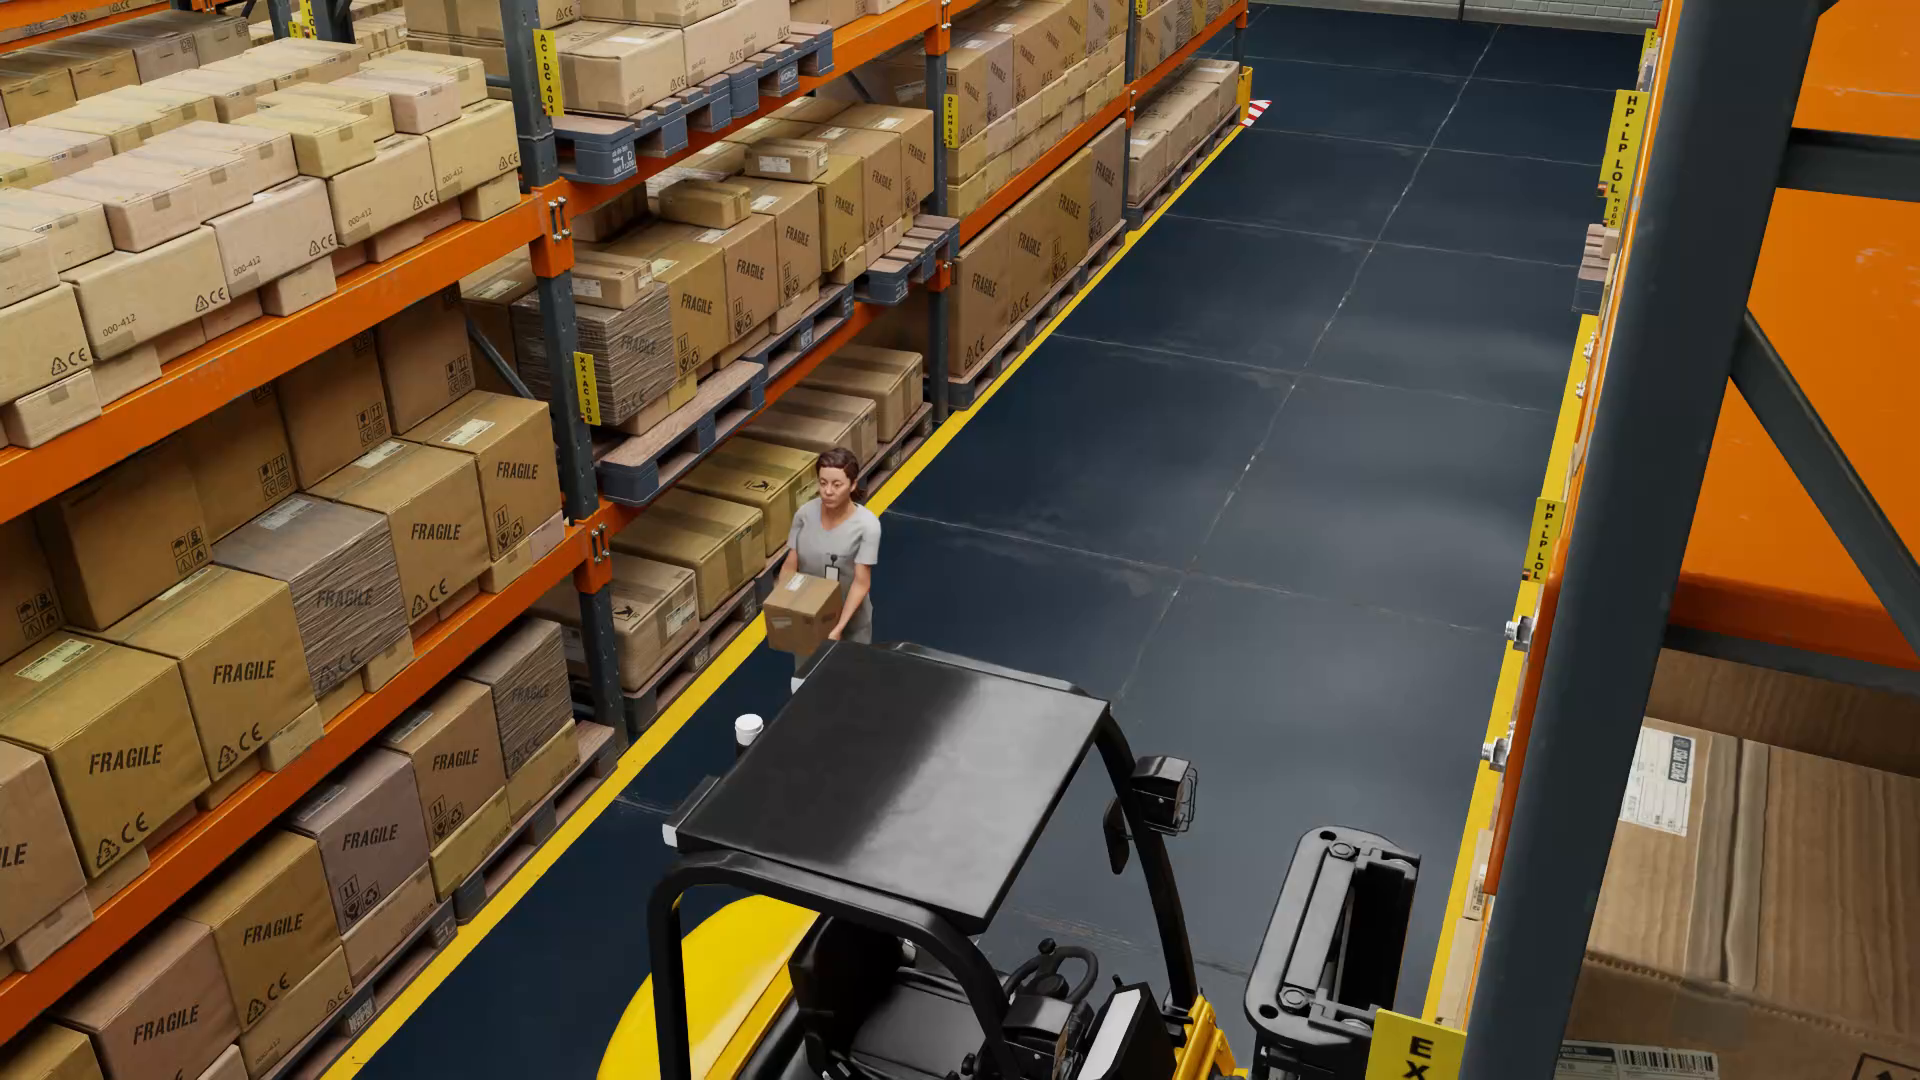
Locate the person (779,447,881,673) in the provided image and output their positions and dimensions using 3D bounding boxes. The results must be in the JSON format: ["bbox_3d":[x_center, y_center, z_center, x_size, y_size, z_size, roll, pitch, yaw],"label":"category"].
[{"bbox_3d":[-0.591,0.393,7.454,0.437,1.665,0.549,12,32,20],"label":"person"}]
